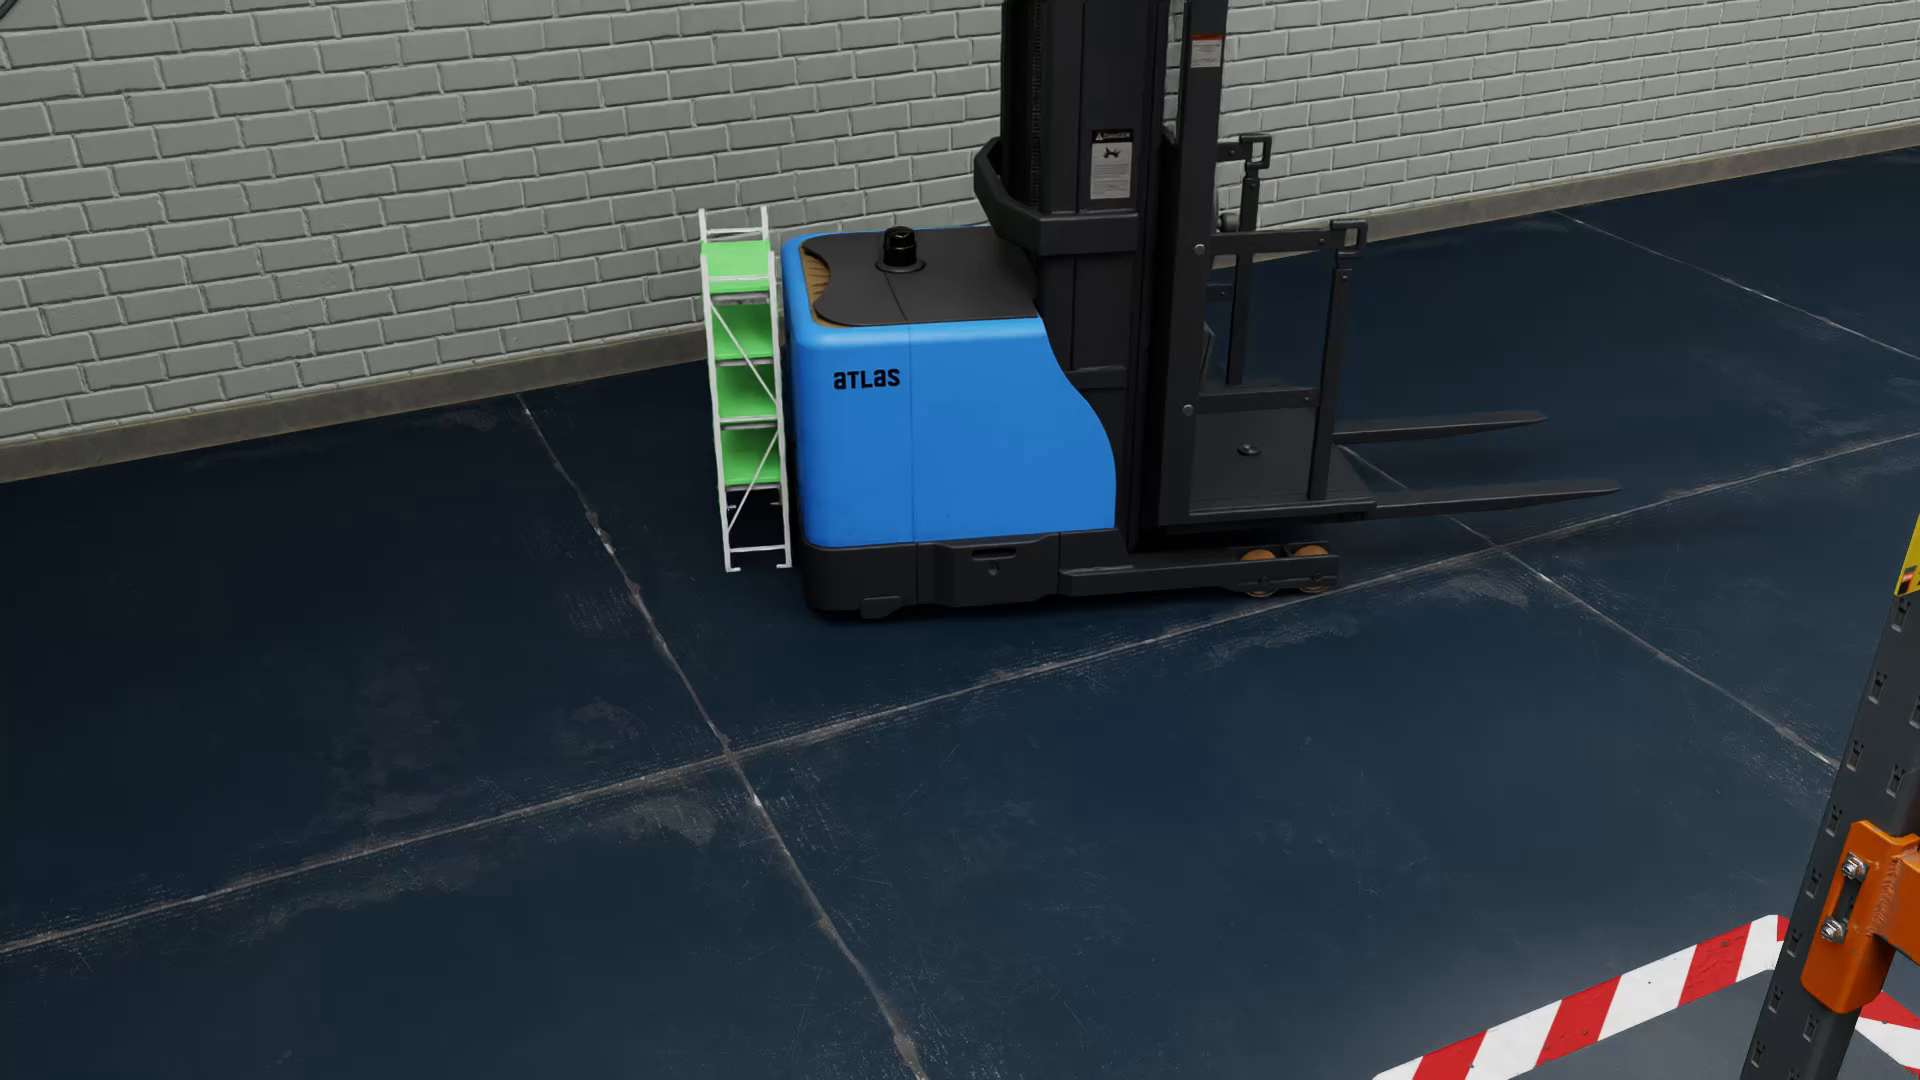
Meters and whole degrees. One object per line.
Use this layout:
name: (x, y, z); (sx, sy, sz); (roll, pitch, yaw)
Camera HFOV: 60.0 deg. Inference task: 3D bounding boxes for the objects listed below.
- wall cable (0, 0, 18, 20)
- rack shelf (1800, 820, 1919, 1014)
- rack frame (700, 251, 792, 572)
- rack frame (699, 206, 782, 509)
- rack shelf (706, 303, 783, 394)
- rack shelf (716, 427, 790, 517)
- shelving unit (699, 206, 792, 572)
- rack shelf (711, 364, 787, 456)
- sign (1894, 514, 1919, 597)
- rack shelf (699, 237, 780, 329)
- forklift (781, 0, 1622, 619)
wall cable: (-4.648, -2.599, 4.858); (3.097, 2.526, 0.112); (-13, 32, -22)
rack shelf: (2.788, 1.393, 1.435); (1.077, 0.370, 4.000); (-13, 32, -22)
rack frame: (-0.734, -0.419, 5.770); (0.240, 1.200, 0.015); (-4, 30, -7)
rack frame: (-0.806, -0.655, 6.192); (0.240, 1.200, 0.015); (-4, 30, -7)
rack shelf: (-0.770, -0.691, 5.895); (0.258, 0.148, 0.480); (-4, 30, -7)
rack shelf: (-0.770, -0.272, 6.130); (0.258, 0.148, 0.480); (-4, 30, -7)
shelving unit: (-0.770, -0.537, 5.981); (0.258, 1.200, 0.503); (-4, 30, -7)
rack shelf: (-0.770, -0.481, 6.012); (0.258, 0.148, 0.480); (-4, 30, -7)
sign: (1.439, -0.068, 2.420); (0.100, 0.325, 0.005); (-13, 32, -22)
rack shelf: (-0.770, -0.900, 5.777); (0.258, 0.148, 0.480); (-4, 30, -7)
forklift: (0.900, -1.327, 5.620); (3.031, 2.935, 1.130); (-4, 30, -7)
